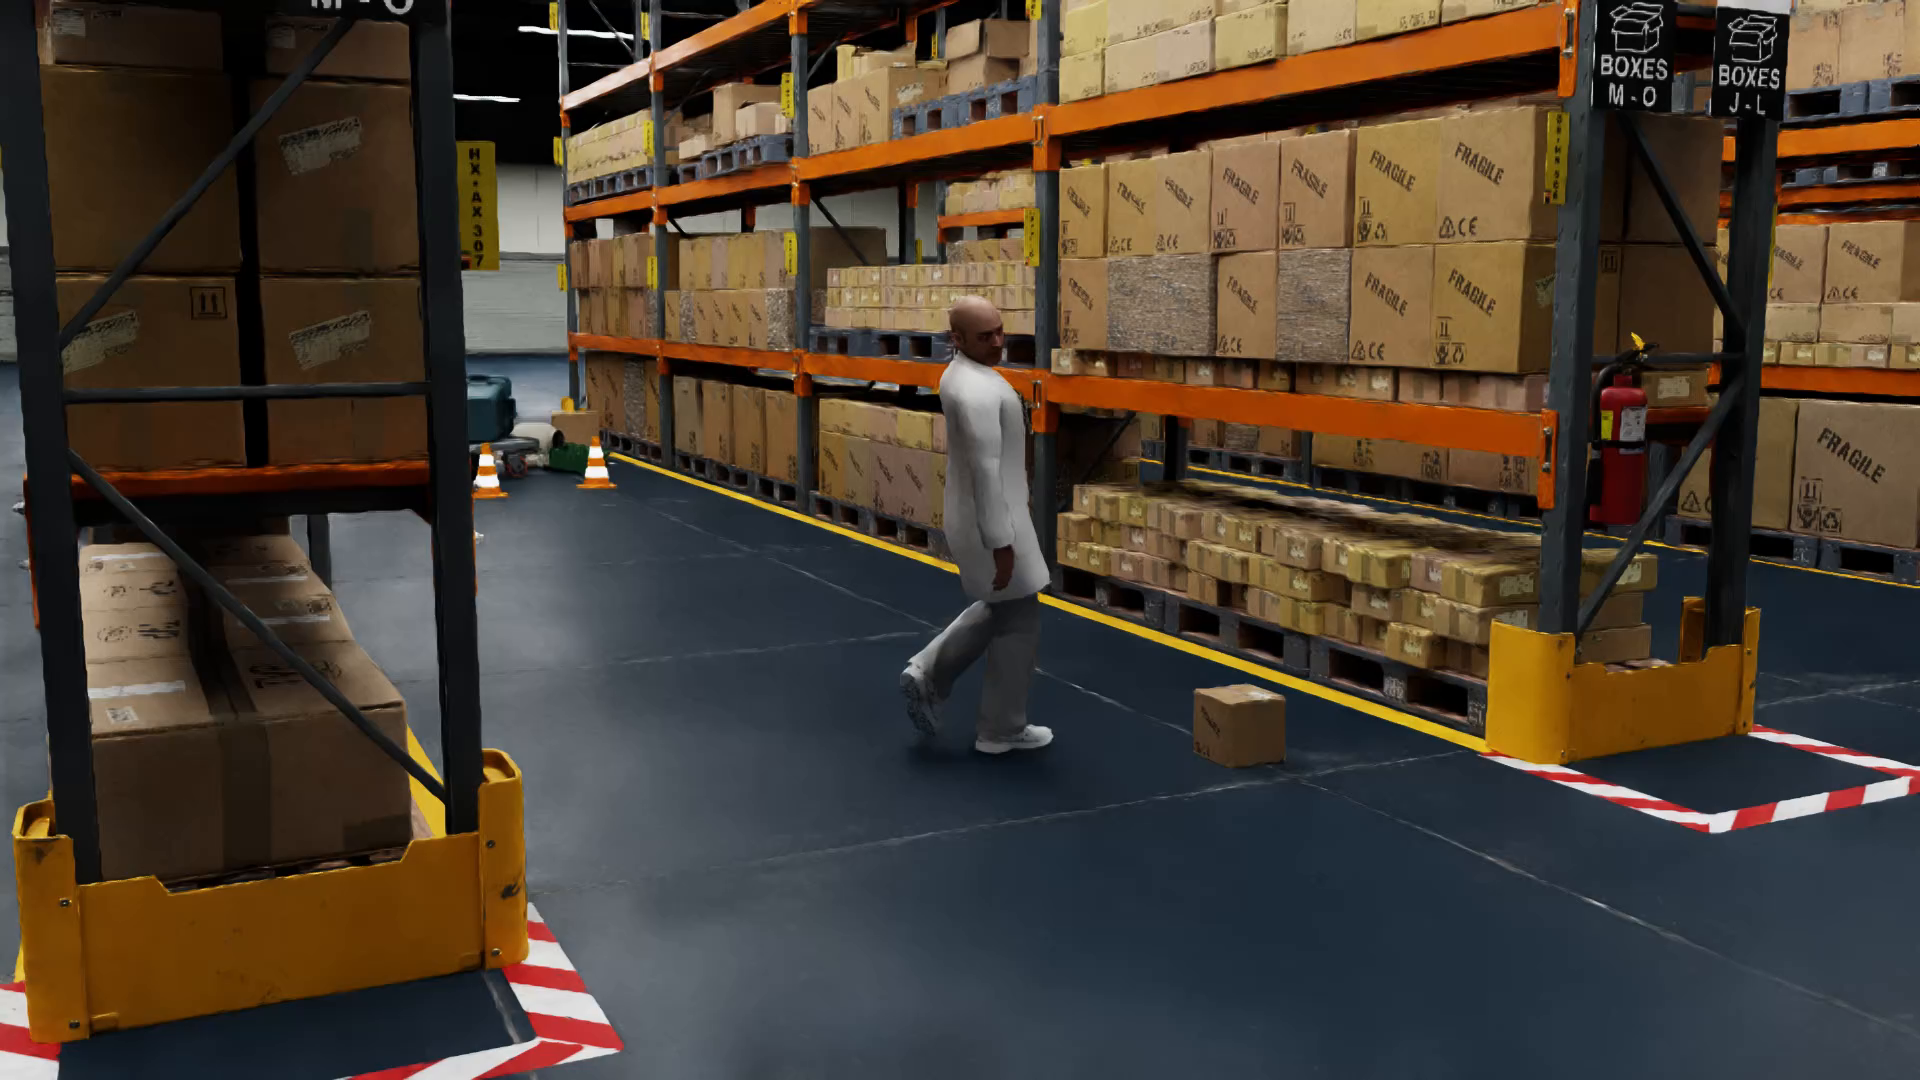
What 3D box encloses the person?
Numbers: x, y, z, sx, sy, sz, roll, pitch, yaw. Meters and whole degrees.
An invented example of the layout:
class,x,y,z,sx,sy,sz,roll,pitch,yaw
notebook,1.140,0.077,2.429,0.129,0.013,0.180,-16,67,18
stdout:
class,x,y,z,sx,sy,sz,roll,pitch,yaw
person,2.777,-1.198,14.173,10.683,1.756,14.178,-3,9,-18
